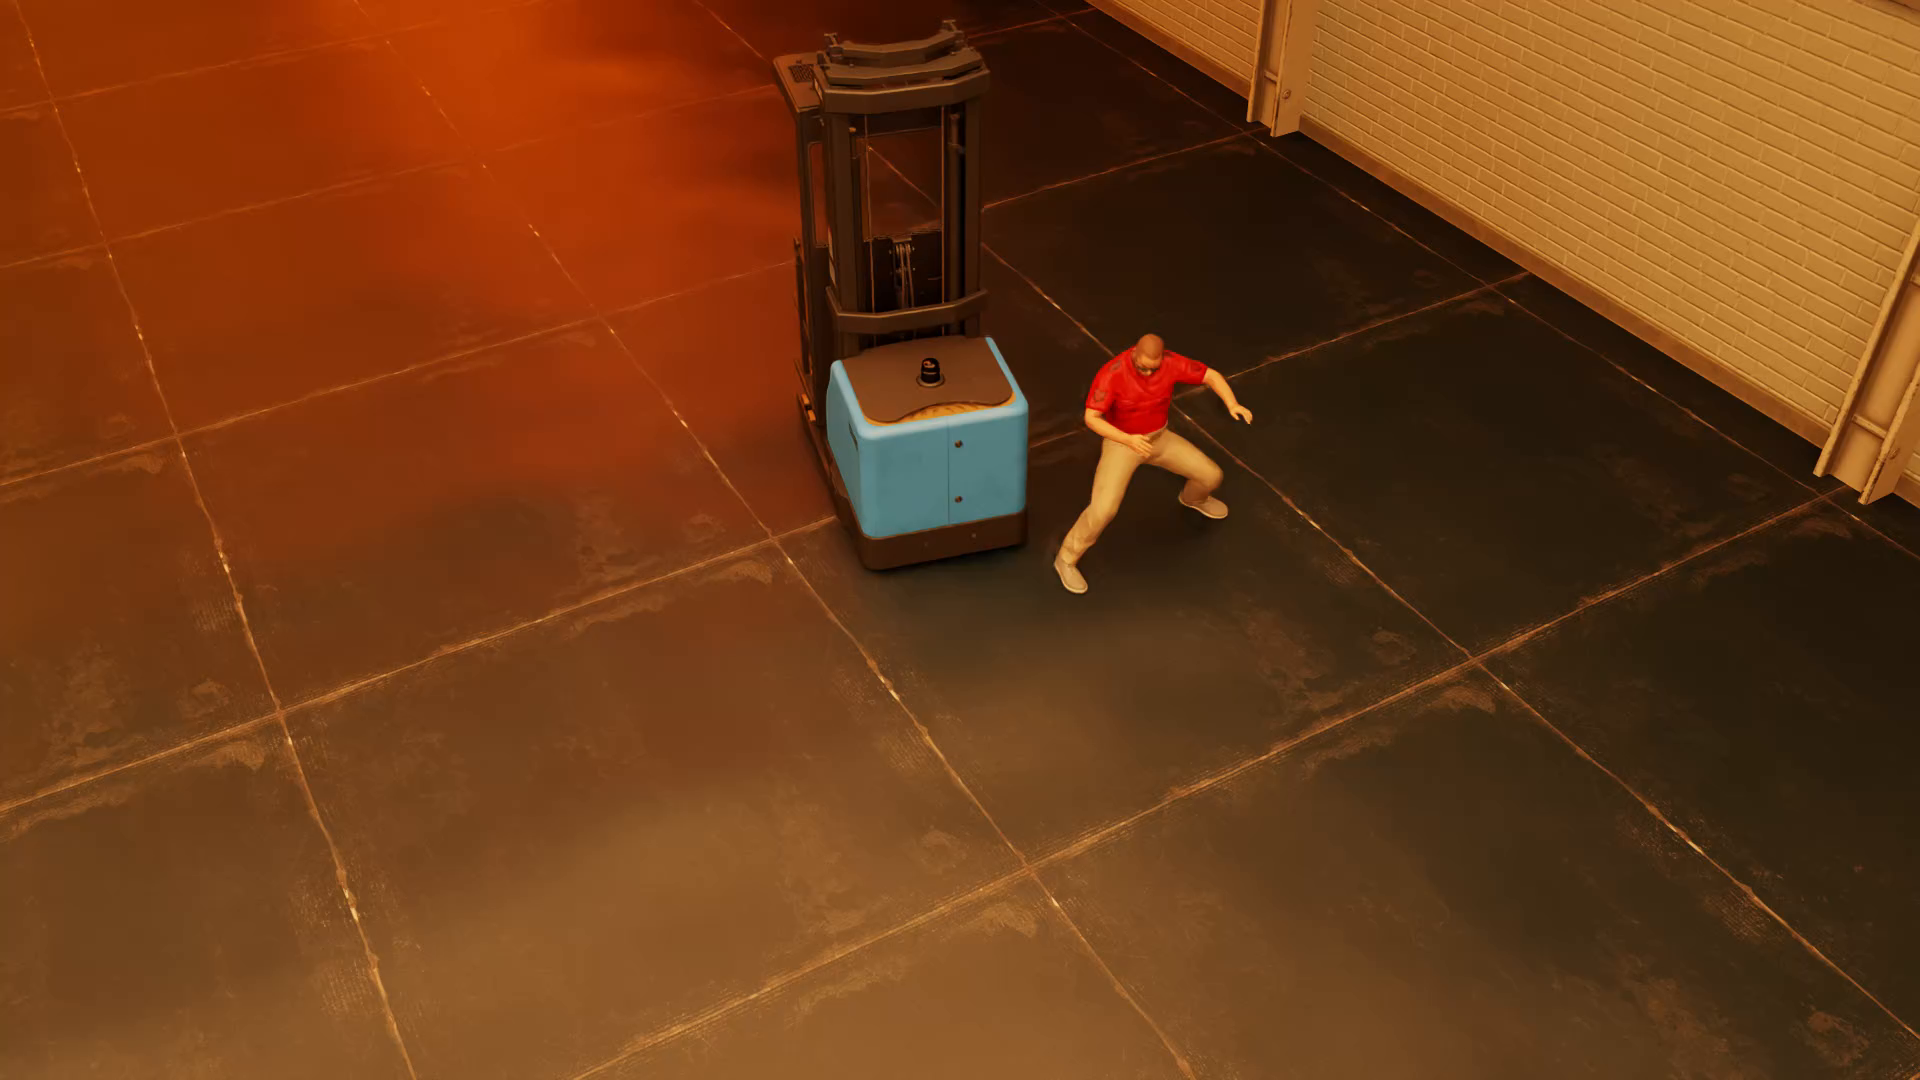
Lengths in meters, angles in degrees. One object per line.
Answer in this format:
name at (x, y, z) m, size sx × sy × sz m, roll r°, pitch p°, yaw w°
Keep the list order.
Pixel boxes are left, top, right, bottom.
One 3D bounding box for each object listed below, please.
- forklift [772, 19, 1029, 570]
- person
forklift at (-0.478, -1.899, 10.326) m, size 1.130 × 2.935 × 3.031 m, roll -10°, pitch 41°, yaw -12°
person at (1.141, -0.541, 9.810) m, size 1.214 × 1.491 × 0.672 m, roll -10°, pitch 41°, yaw -12°
